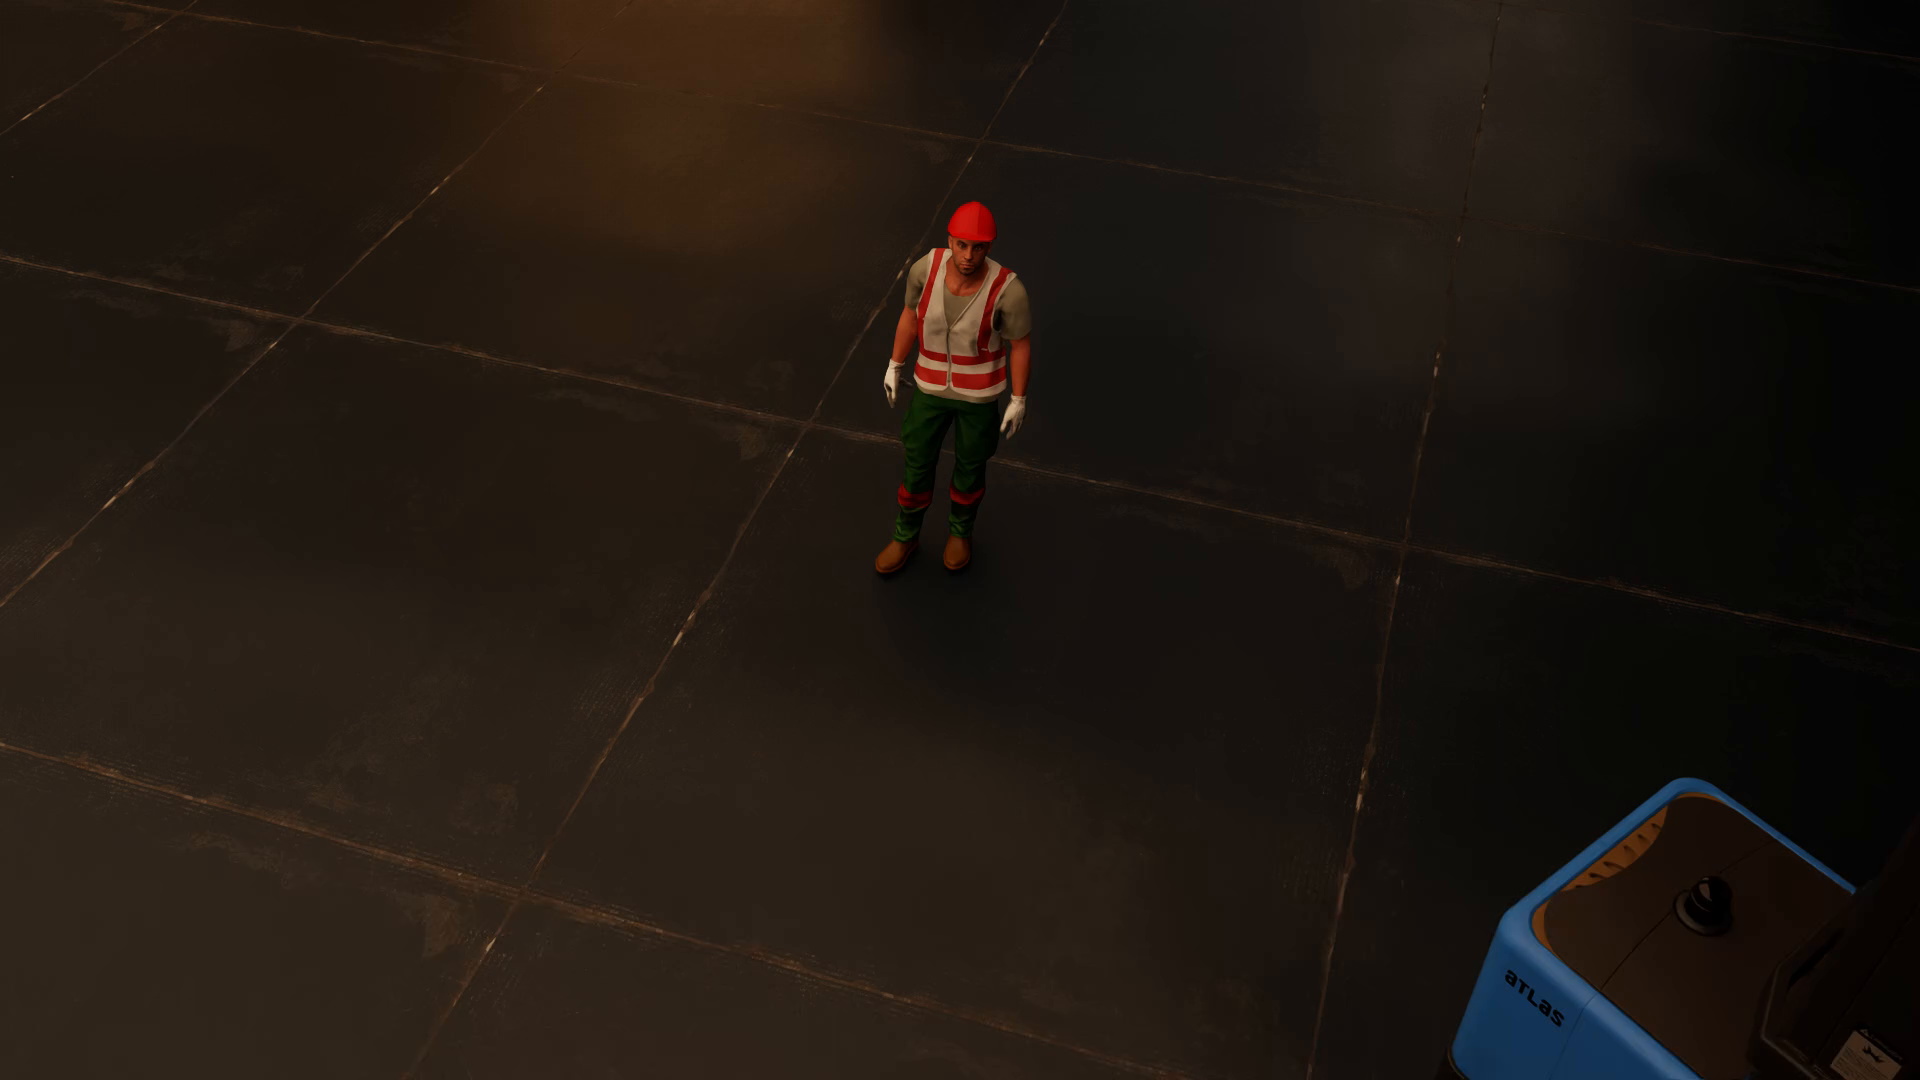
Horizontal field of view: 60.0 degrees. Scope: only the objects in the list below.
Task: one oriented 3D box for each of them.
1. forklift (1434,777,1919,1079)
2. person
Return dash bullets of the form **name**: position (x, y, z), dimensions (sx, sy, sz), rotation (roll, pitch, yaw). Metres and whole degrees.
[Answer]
- **forklift**: position (2.915, 1.464, 4.116), dimensions (1.130, 2.935, 3.031), rotation (-27, 49, -26)
- **person**: position (-0.036, -0.611, 7.173), dimensions (0.637, 1.787, 0.564), rotation (12, 44, 13)
